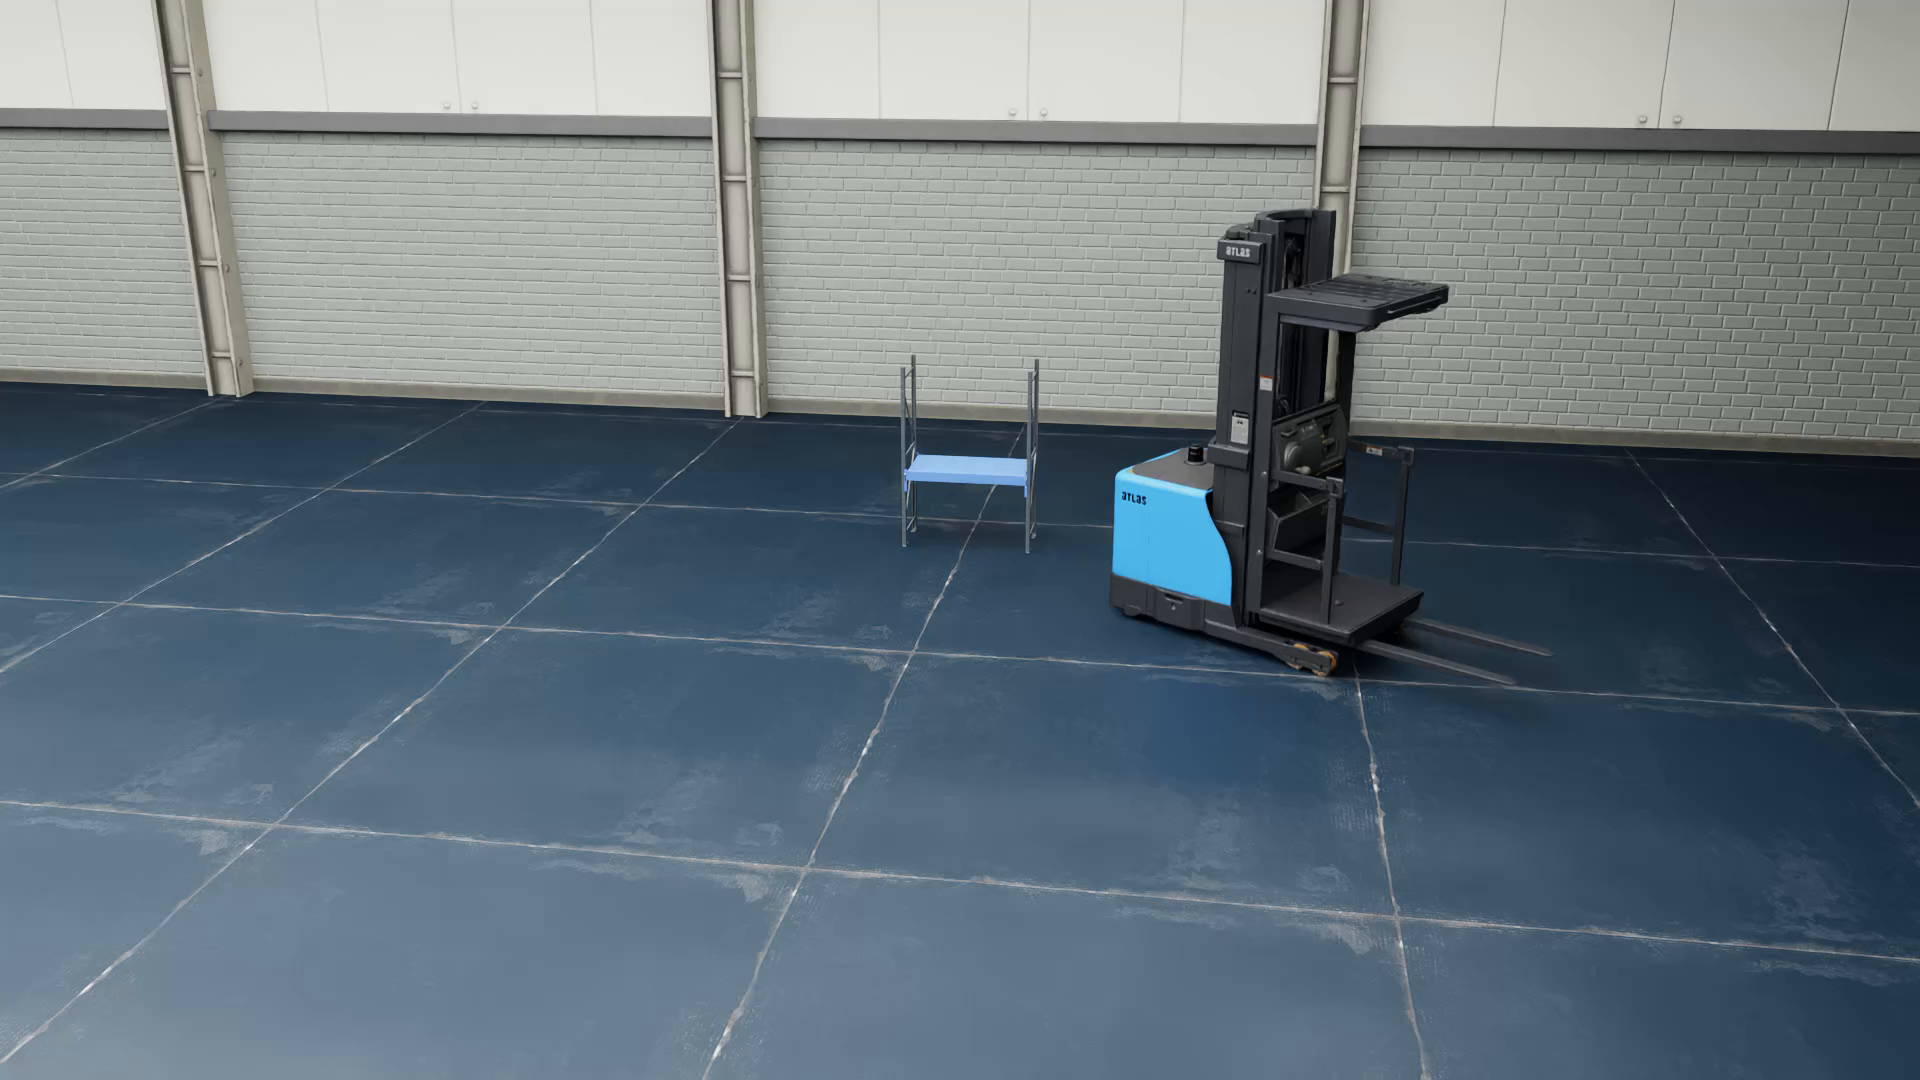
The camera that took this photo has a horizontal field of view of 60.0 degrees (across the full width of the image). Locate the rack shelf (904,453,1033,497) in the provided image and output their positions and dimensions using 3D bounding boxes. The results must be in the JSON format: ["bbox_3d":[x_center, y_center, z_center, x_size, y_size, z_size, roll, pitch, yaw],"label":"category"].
[{"bbox_3d":[0.084,-0.536,13.609,1.000,0.185,0.538,3,19,9],"label":"rack shelf"}]

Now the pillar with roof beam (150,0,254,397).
[{"bbox_3d":[-8.893,-4.576,13.297,0.400,9.000,9.100,3,19,9],"label":"pillar with roof beam"}]

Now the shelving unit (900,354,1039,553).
[{"bbox_3d":[0.084,-0.707,13.552,1.048,1.500,0.538,3,19,9],"label":"shelving unit"}]

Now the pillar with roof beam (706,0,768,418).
[{"bbox_3d":[-2.969,-4.274,12.394,0.400,9.000,9.100,3,19,9],"label":"pillar with roof beam"}]

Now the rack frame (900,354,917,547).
[{"bbox_3d":[-0.418,-0.733,13.629,0.032,1.500,0.500,3,19,9],"label":"rack frame"}]

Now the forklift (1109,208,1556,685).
[{"bbox_3d":[2.540,-0.670,11.187,3.031,2.935,1.130,15,24,39],"label":"forklift"}]

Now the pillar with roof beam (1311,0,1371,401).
[{"bbox_3d":[2.955,-3.972,11.492,0.400,9.000,9.100,3,19,9],"label":"pillar with roof beam"}]

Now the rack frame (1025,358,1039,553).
[{"bbox_3d":[0.586,-0.681,13.476,0.032,1.500,0.500,3,19,9],"label":"rack frame"}]
